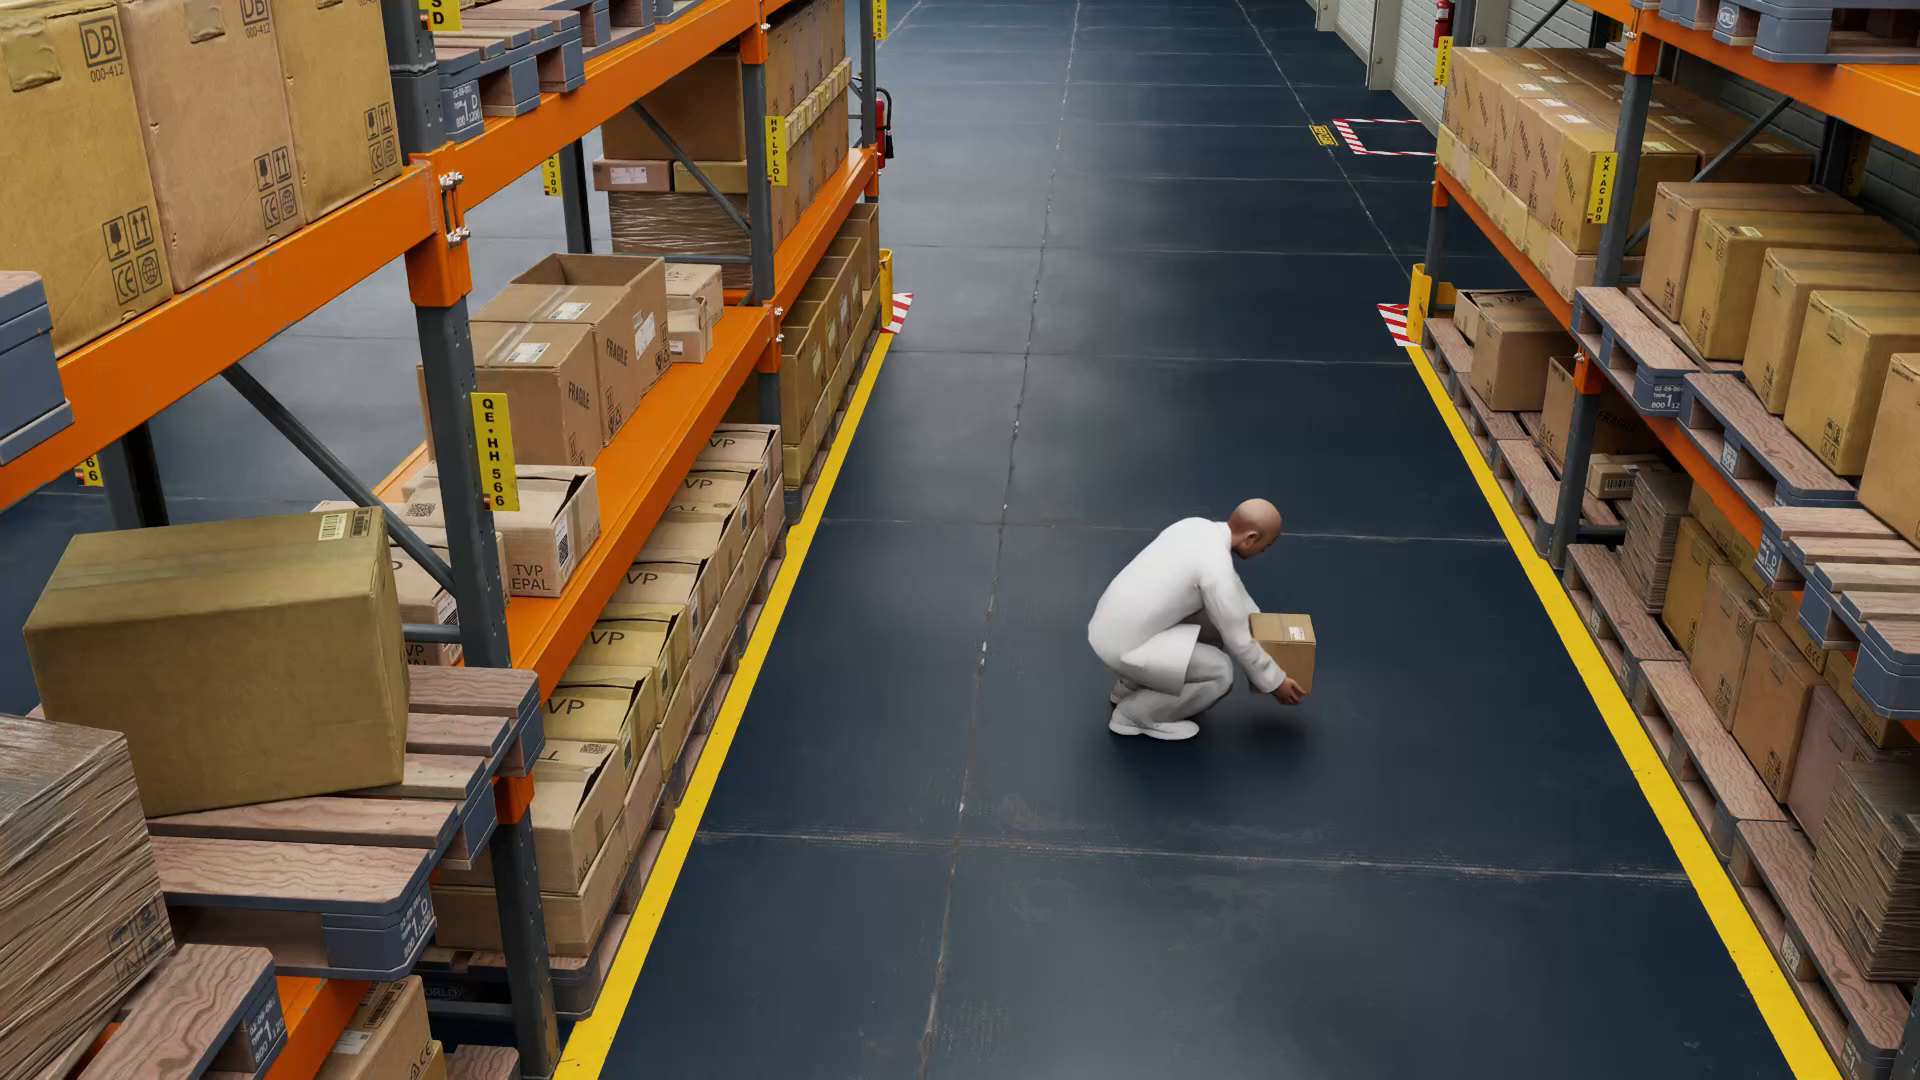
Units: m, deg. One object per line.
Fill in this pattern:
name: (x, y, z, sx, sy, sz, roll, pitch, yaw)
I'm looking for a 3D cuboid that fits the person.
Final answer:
person: (0.983, 0.311, 6.890, 0.900, 0.997, 0.580, 2, 24, 4)
